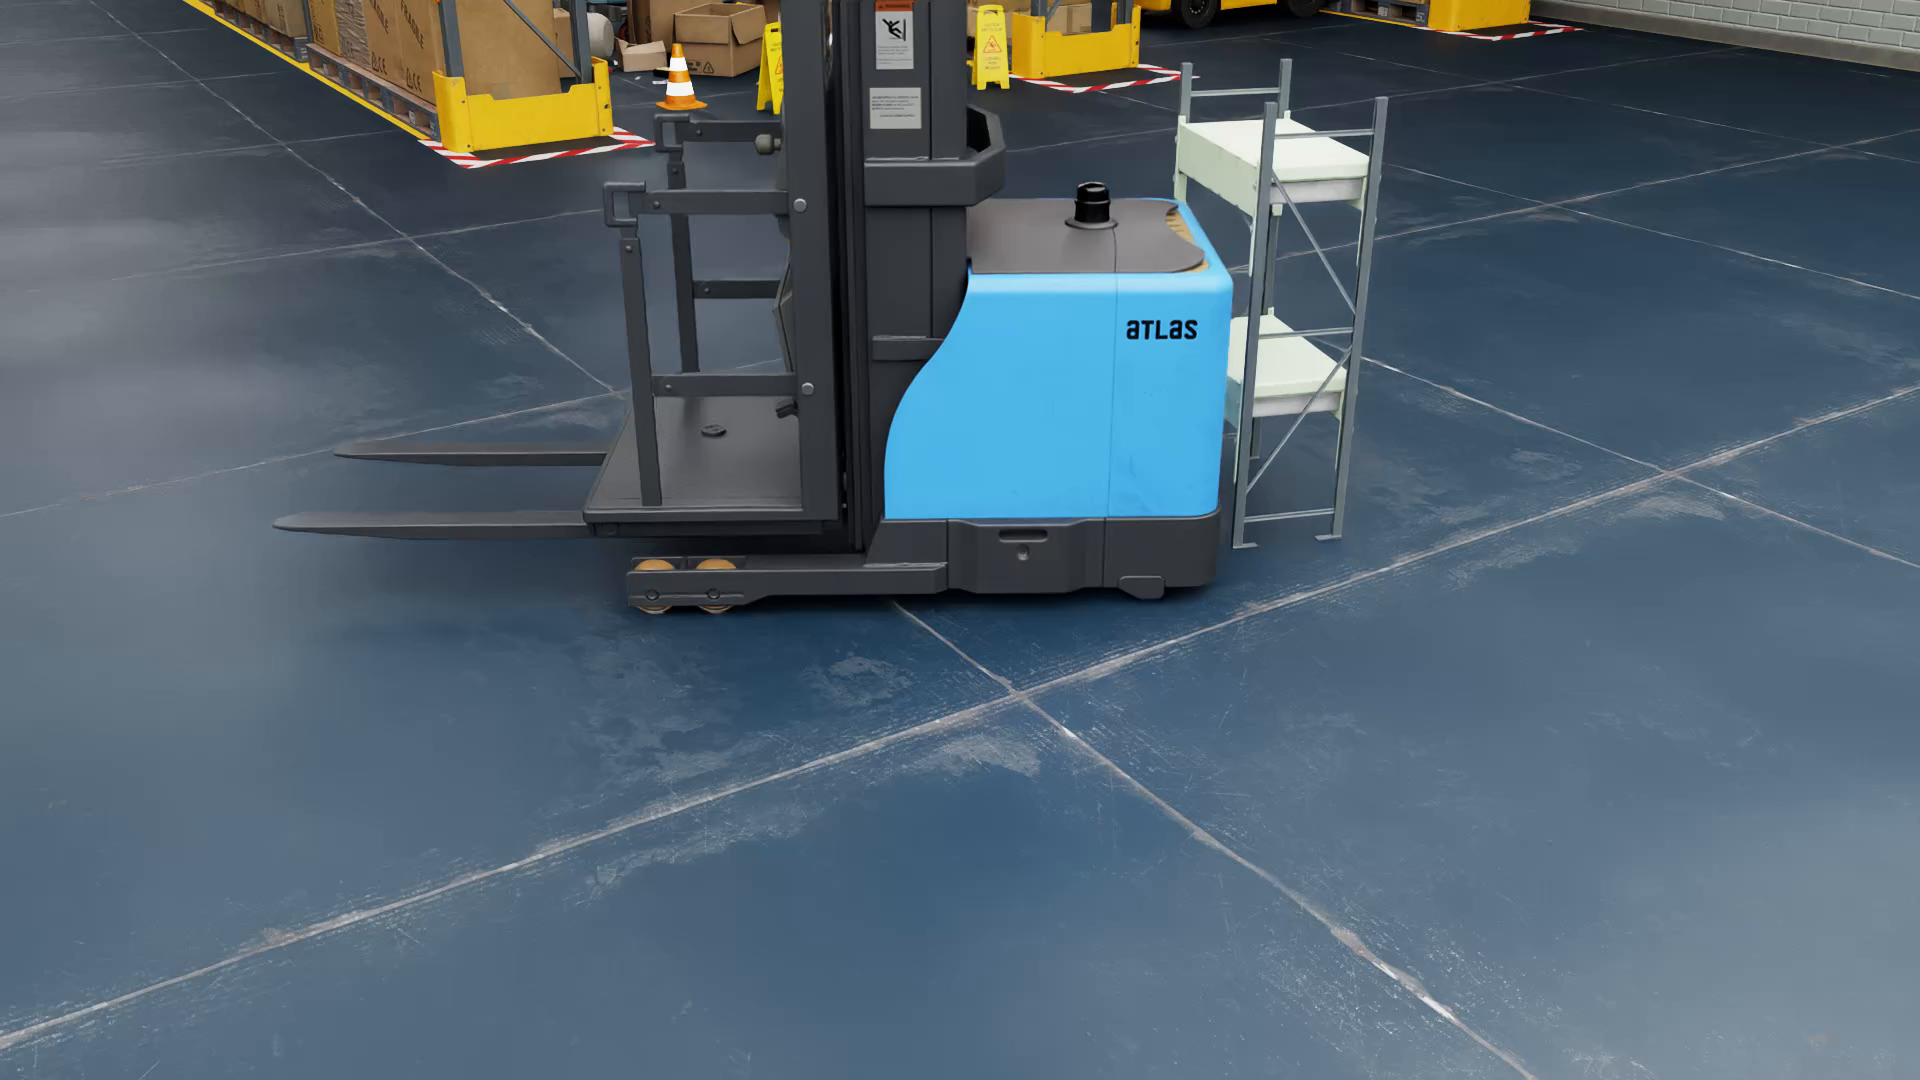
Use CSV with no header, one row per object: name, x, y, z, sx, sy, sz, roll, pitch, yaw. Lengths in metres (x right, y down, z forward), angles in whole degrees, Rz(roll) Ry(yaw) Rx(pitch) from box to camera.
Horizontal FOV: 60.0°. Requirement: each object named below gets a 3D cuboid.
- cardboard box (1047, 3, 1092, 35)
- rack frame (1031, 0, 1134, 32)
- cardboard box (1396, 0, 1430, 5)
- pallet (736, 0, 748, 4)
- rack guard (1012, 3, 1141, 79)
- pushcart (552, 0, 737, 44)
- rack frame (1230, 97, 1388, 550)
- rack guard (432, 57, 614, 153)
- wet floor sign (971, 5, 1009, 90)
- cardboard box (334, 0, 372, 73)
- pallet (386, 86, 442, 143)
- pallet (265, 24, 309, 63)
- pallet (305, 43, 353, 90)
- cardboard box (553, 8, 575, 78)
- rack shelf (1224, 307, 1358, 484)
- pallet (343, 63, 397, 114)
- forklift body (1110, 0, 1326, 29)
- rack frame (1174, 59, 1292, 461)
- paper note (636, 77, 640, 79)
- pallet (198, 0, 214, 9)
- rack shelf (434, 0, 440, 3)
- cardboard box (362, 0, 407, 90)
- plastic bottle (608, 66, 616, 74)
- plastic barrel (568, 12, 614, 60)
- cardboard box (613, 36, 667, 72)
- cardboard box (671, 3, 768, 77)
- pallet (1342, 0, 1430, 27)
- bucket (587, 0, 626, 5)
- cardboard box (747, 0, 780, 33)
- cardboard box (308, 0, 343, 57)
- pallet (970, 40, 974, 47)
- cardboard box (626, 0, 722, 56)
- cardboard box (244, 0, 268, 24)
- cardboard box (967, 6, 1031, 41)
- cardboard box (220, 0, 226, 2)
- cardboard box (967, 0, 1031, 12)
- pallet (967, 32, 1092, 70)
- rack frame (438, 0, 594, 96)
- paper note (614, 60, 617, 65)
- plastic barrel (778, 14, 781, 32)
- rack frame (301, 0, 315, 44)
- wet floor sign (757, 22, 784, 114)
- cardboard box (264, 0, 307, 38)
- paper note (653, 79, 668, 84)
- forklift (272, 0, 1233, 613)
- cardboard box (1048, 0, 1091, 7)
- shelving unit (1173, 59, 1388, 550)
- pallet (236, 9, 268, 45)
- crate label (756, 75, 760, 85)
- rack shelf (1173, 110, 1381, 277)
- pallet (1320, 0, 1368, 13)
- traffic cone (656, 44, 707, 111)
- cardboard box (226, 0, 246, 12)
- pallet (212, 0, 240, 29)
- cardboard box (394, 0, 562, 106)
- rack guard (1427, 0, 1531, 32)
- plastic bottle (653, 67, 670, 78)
cardboard box,0.830,-4.682,14.884,0.500,0.250,0.500,-16,30,-30
rack frame,1.039,-5.383,13.639,1.000,3.000,0.127,-16,29,-30
cardboard box,4.674,-5.582,16.789,0.500,0.250,0.500,-15,29,-29
pallet,-2.241,-6.267,18.779,1.003,0.211,1.213,-16,29,-30
rack guard,0.997,-4.280,14.230,1.175,0.500,0.348,-16,29,-30
pushcart,-3.028,-5.078,16.066,0.936,0.377,1.648,18,31,33
rack frame,1.123,-0.669,5.409,0.400,1.500,0.023,-6,26,-12
rack guard,-3.040,-3.054,11.634,1.175,0.500,0.348,-16,29,-30
wet floor sign,0.246,-4.001,13.469,0.267,0.644,0.232,-6,26,-12
cardboard box,-4.457,-4.290,13.321,0.875,0.875,0.875,-15,29,-29
pallet,-3.556,-3.200,12.281,1.003,0.211,1.213,-16,29,-30
pallet,-5.721,-4.621,15.292,1.003,0.211,1.213,-16,29,-30
pallet,-4.888,-4.072,14.130,1.003,0.211,1.213,-16,29,-30
cardboard box,-3.530,-4.178,14.013,0.500,0.500,0.500,-10,27,-21
rack shelf,1.039,-0.526,5.871,0.431,0.370,0.720,-6,26,-12
pallet,-4.217,-3.636,13.204,1.003,0.211,1.213,-16,29,-30
forklift body,2.632,-6.410,16.809,2.313,2.155,1.214,-16,29,-30
rack frame,0.955,-0.973,6.054,0.400,1.500,0.023,-6,26,-12
paper note,-2.701,-3.877,13.951,0.032,0.001,0.123,-1,25,-3
pallet,-7.846,-6.073,18.368,1.003,0.211,1.213,-16,29,-30
rack shelf,-4.145,-4.583,12.787,1.077,0.370,4.000,-16,29,-30
cardboard box,-3.961,-3.963,12.629,0.875,0.875,0.875,-16,30,-30
plastic bottle,-3.062,-3.983,14.115,0.133,0.061,0.283,18,31,33
plastic barrel,-3.333,-4.410,14.597,0.512,0.421,0.421,3,25,6
cardboard box,-2.756,-4.202,14.340,0.396,0.266,0.258,-10,27,-21
cardboard box,-2.041,-4.292,14.252,0.637,0.503,0.797,7,26,15
pallet,4.743,-5.544,17.246,1.003,0.211,1.213,-16,29,-30
bucket,-3.231,-5.319,15.558,0.726,0.611,0.620,-6,16,-12
cardboard box,-1.700,-4.984,15.719,0.500,0.500,0.500,3,25,6
cardboard box,-4.952,-4.612,14.002,0.875,0.875,0.875,-15,29,-29
pallet,-0.079,-4.884,15.848,1.003,0.211,1.213,-16,29,-30
cardboard box,-2.559,-4.686,14.928,0.797,0.637,0.503,-16,29,-30
cardboard box,-6.175,-5.343,15.698,1.050,0.750,0.750,-16,29,-30
cardboard box,0.359,-4.564,14.634,0.500,0.250,0.500,-16,29,-30
cardboard box,-7.164,-5.988,17.065,1.050,0.750,0.750,-16,30,-30
cardboard box,0.383,-4.894,14.454,0.500,0.500,0.500,-15,29,-29
pallet,0.583,-4.448,14.924,1.003,0.211,1.213,-16,29,-30
rack frame,-3.053,-4.193,11.118,1.000,3.000,0.127,-16,29,-30
paper note,-2.963,-4.218,14.659,0.172,0.023,0.155,-6,26,-12
plastic barrel,-1.357,-4.604,15.006,0.512,0.421,0.421,3,25,6
rack frame,-5.237,-5.624,14.149,1.000,3.000,0.127,-16,29,-30
wet floor sign,-1.379,-3.579,12.576,0.267,0.644,0.232,-22,33,-38
cardboard box,-5.651,-4.997,14.966,1.050,0.750,0.750,-16,29,-30
paper note,-2.464,-3.791,13.747,0.144,0.017,0.142,-6,26,-12
forklift,-0.696,-1.323,5.119,3.031,2.935,1.130,0,25,-1
cardboard box,0.817,-5.030,14.741,0.500,0.500,0.500,-17,30,-31
shelving unit,1.039,-0.821,5.731,0.431,1.500,0.755,-6,26,-12
pallet,-6.392,-5.058,16.217,1.003,0.211,1.213,-16,29,-30
crate label,-1.502,-3.828,13.698,0.298,0.136,0.250,12,28,24
rack shelf,1.039,-1.174,5.565,0.431,0.370,0.720,-6,26,-12
pallet,4.081,-5.980,18.169,1.003,0.211,1.213,-16,29,-30
traffic cone,-2.154,-3.567,12.763,0.336,0.463,0.334,-16,29,-30
cardboard box,-6.684,-5.676,16.404,1.050,0.750,0.750,-15,29,-29
pallet,-7.053,-5.494,17.140,1.003,0.211,1.213,-16,29,-30
cardboard box,-3.479,-3.649,11.963,0.875,0.875,0.875,-15,29,-29
rack guard,5.209,-5.402,16.607,1.175,0.500,0.348,-16,29,-30
plastic bottle,-2.495,-3.954,14.054,0.283,0.061,0.133,18,31,33
